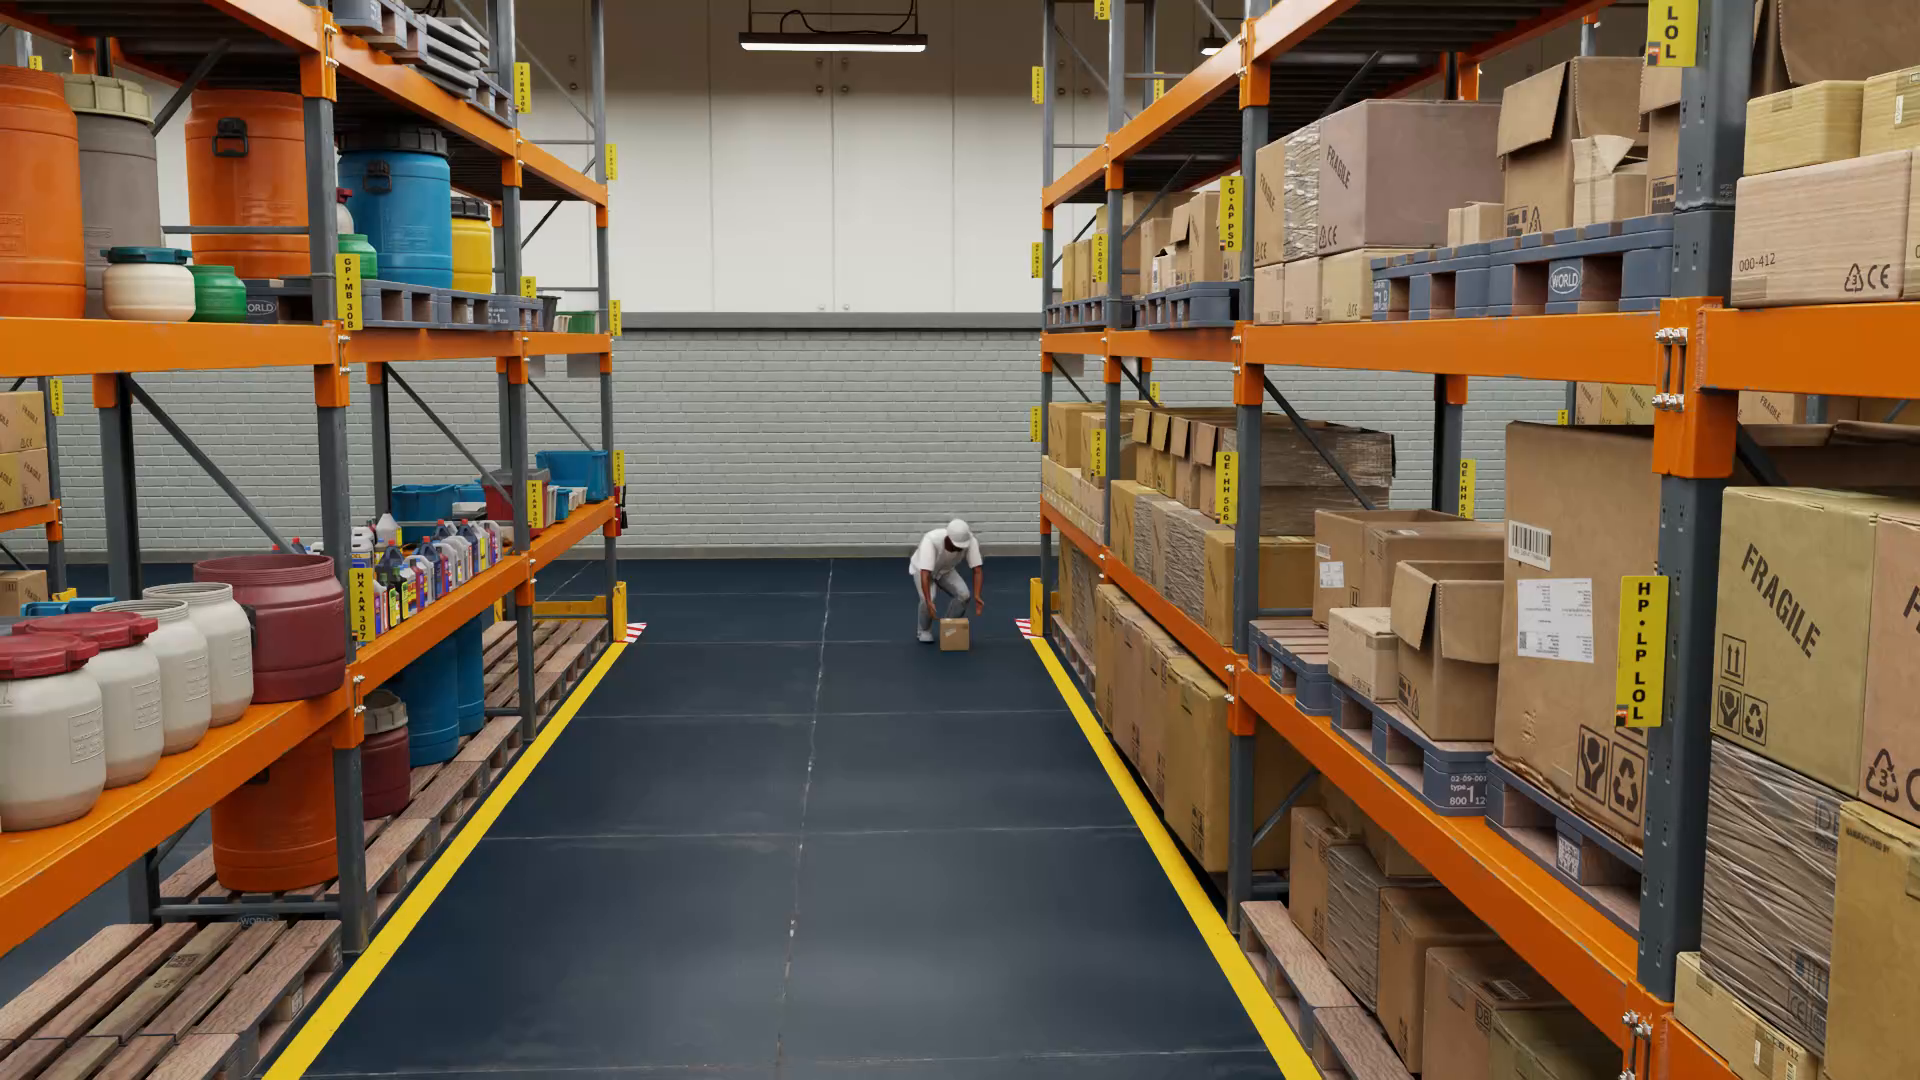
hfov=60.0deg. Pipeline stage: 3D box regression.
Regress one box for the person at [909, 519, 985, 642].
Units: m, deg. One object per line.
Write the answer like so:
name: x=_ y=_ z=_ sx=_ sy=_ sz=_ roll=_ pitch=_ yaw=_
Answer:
person: x=-0.124 y=0.354 z=15.218 sx=0.615 sy=1.167 sz=0.855 roll=-2 pitch=7 yaw=-19
